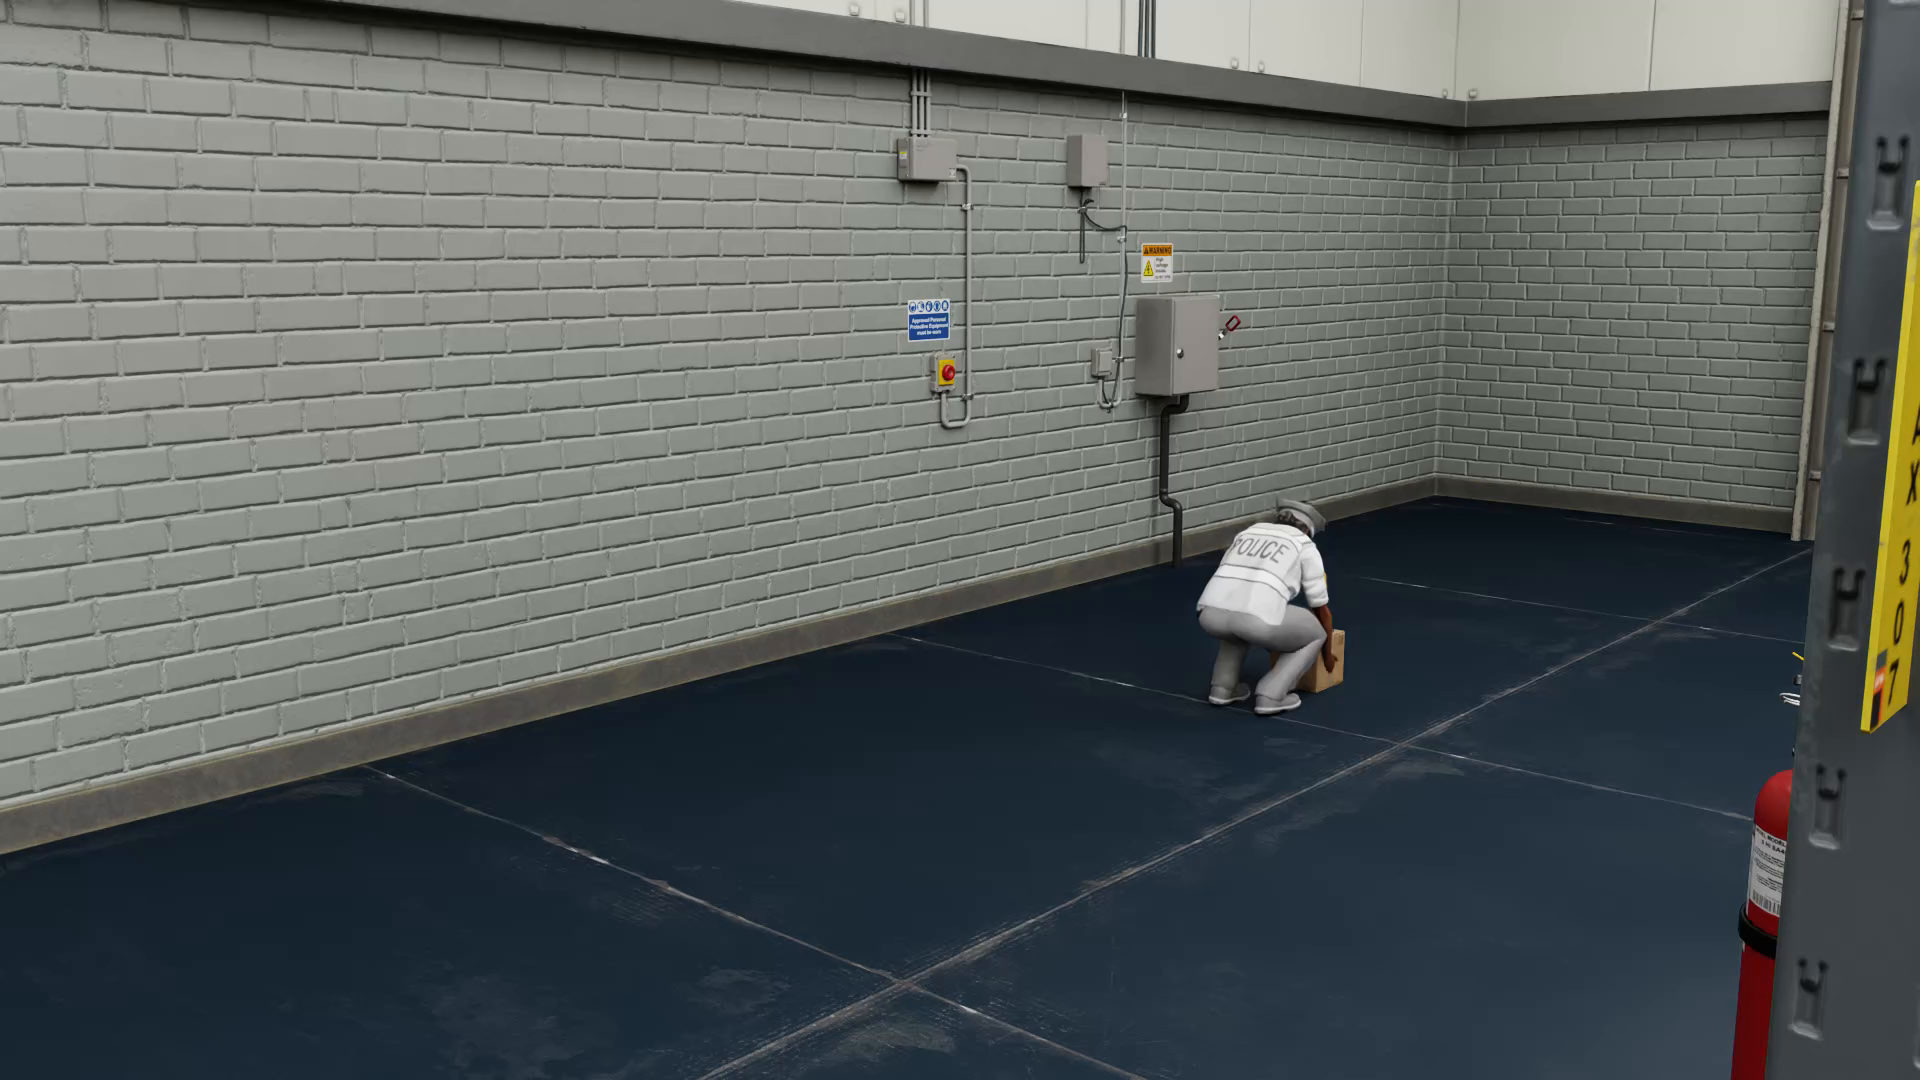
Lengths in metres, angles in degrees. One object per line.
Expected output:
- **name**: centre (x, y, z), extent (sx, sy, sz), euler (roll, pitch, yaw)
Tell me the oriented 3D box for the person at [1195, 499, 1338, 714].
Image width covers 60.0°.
- **person**: centre (1.400, 0.292, 7.509), extent (0.484, 0.885, 0.867), euler (9, 14, 41)
